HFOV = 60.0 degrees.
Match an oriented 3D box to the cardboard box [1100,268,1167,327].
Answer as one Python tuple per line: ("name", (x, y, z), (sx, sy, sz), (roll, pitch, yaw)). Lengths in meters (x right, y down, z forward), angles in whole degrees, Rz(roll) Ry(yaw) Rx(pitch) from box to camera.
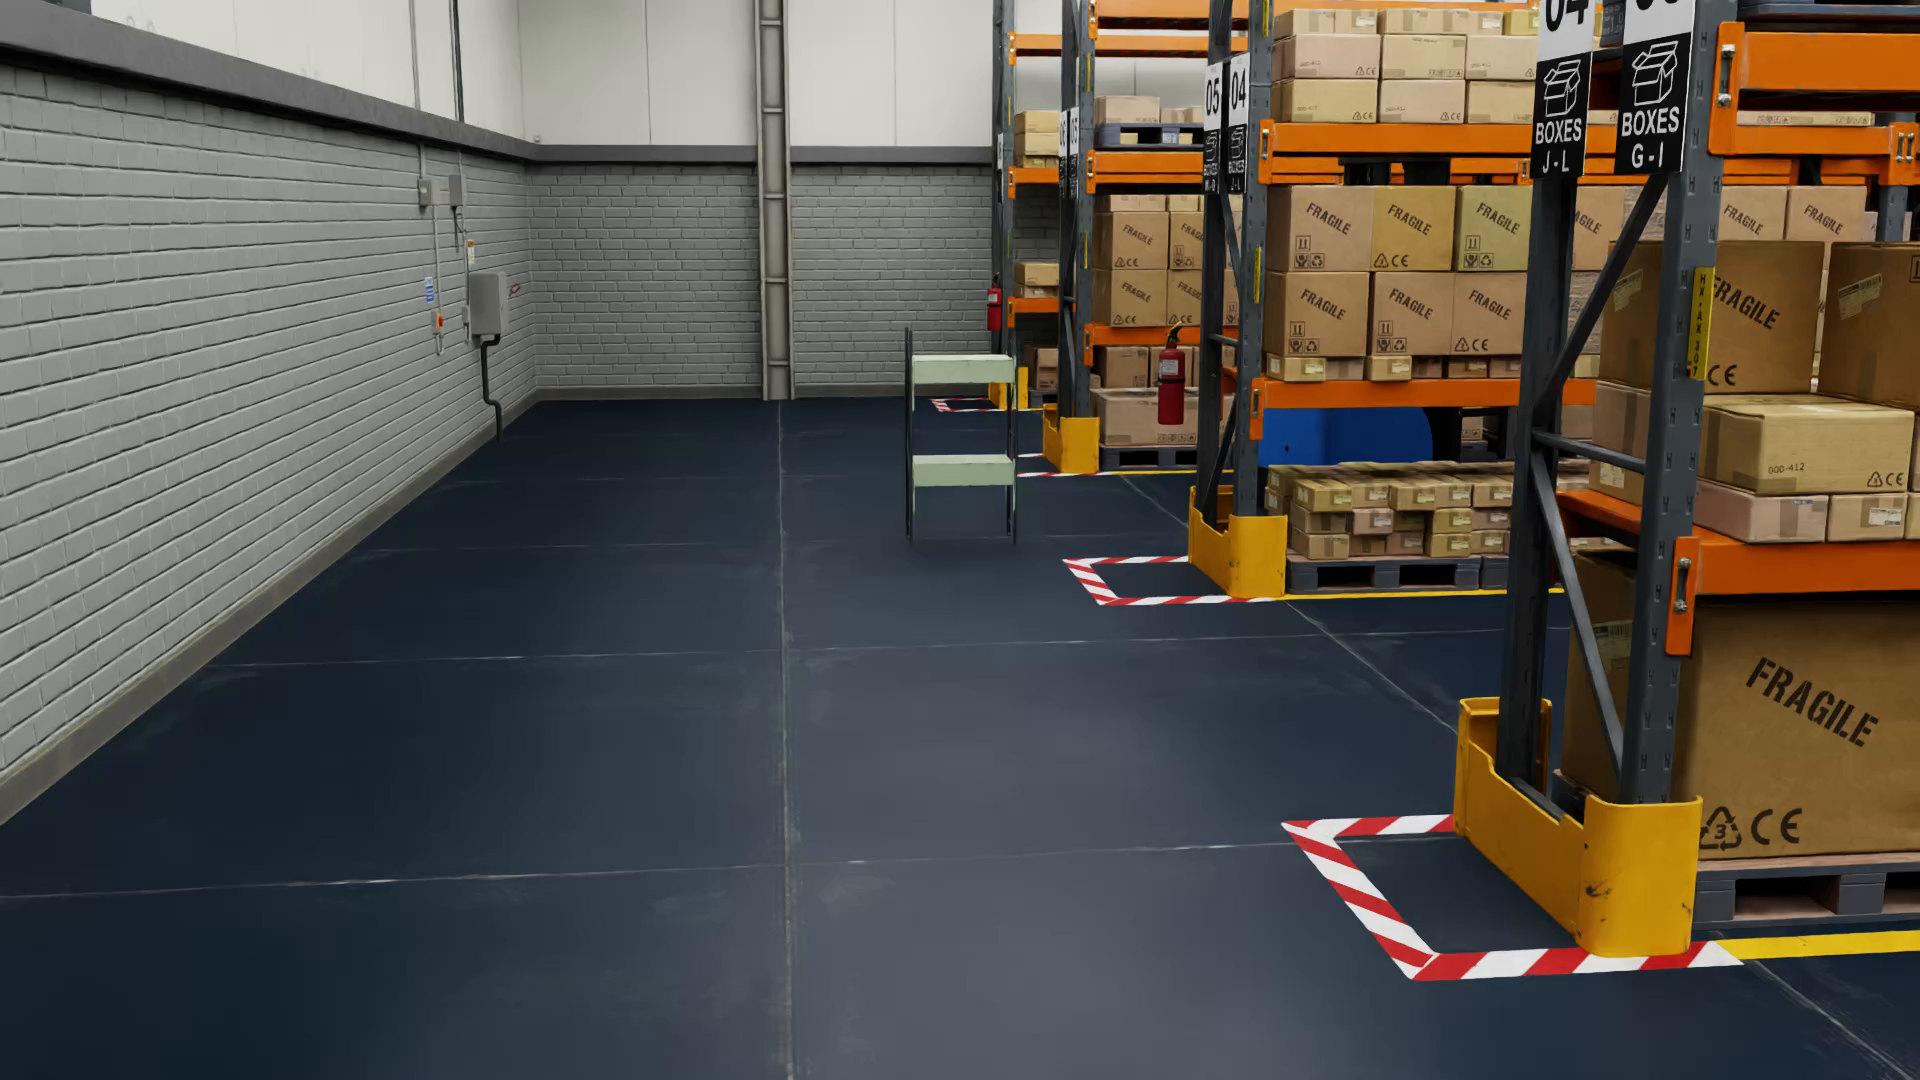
("cardboard box", (1.552, -2.182, 14.931), (0.500, 0.500, 0.500), (-1, 11, -7))

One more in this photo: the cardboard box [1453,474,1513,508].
("cardboard box", (3.276, -0.310, 10.429), (0.250, 0.149, 0.380), (-1, 11, -4))

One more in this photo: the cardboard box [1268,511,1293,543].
("cardboard box", (2.180, -0.089, 10.846), (0.250, 0.149, 0.380), (-1, 11, -5))

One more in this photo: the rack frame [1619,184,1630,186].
("rack frame", (8.457, -3.296, 20.859), (0.127, 3.000, 1.000), (-1, 11, -6))

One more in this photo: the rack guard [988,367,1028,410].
("rack guard", (0.580, -1.905, 20.261), (0.348, 0.500, 1.175), (-1, 11, -6))

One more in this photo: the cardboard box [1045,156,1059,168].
("cardboard box", (1.104, -4.451, 19.607), (0.250, 0.149, 0.380), (-1, 11, -5))

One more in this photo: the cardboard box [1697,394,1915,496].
("cardboard box", (2.621, -0.308, 5.276), (0.500, 0.250, 0.500), (-2, 11, -8))

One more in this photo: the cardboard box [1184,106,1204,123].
("cardboard box", (2.151, -3.760, 14.746), (0.250, 0.149, 0.380), (-1, 11, -4))

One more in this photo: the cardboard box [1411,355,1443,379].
("cardboard box", (2.801, -1.092, 10.296), (0.250, 0.149, 0.380), (-1, 11, -3))

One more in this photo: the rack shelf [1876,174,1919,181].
("rack shelf", (10.986, -3.505, 16.010), (4.000, 0.370, 1.077), (-1, 11, -6))

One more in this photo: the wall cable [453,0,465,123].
("wall cable", (-4.922, -5.647, 17.166), (0.133, 3.039, 2.988), (-1, 11, -6))

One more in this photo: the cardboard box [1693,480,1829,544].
("cardboard box", (2.503, -0.098, 5.243), (0.250, 0.149, 0.380), (-1, 11, -5))

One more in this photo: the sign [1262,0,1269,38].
("sign", (1.738, -3.027, 9.449), (0.005, 0.325, 0.100), (-1, 11, -6))

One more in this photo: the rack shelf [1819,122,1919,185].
("rack shelf", (7.644, -2.475, 10.768), (4.000, 0.370, 1.077), (-1, 11, -6))

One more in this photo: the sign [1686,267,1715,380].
("sign", (2.168, -0.634, 4.870), (0.005, 0.325, 0.100), (-1, 11, -6))

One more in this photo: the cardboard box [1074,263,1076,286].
("cardboard box", (1.486, -3.170, 19.836), (0.500, 0.250, 0.500), (-1, 11, -5))

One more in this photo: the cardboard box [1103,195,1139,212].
("cardboard box", (1.427, -2.990, 14.769), (0.250, 0.149, 0.380), (-1, 11, -5))

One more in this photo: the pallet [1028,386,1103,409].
("pallet", (1.372, -1.780, 20.374), (1.213, 0.211, 1.003), (-1, 11, -6))

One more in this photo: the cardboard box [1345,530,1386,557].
("cardboard box", (2.486, -0.009, 10.437), (0.250, 0.149, 0.380), (-1, 11, -6))

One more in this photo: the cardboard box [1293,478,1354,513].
("cardboard box", (2.237, -0.276, 10.253), (0.250, 0.149, 0.380), (-2, 11, -9))

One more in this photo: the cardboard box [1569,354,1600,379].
("cardboard box", (3.850, -1.094, 10.306), (0.250, 0.149, 0.380), (-1, 11, -5))

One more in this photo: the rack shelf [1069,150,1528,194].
("rack shelf", (3.032, -3.338, 15.162), (4.000, 0.370, 1.077), (-1, 11, -6))

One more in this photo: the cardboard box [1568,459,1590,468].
("cardboard box", (4.246, -0.437, 11.075), (0.250, 0.149, 0.380), (-1, 11, -5))

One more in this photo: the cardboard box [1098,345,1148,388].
("cardboard box", (1.977, -2.114, 20.237), (0.500, 0.500, 0.700), (-1, 11, -4))

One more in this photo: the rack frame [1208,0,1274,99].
("rack frame", (1.679, -4.174, 9.773), (0.127, 3.000, 1.000), (-1, 11, -6))

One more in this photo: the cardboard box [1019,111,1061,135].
("cardboard box", (0.973, -4.880, 19.462), (0.500, 0.250, 0.500), (-1, 11, -7))

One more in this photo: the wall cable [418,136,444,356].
("wall cable", (-4.559, -2.570, 14.449), (0.123, 1.953, 0.585), (-1, 11, -6))

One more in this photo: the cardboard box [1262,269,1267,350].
("cardboard box", (2.098, -1.484, 10.612), (0.500, 0.500, 0.500), (-1, 11, -5))

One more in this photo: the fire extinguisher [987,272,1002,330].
("fire extinguisher", (0.408, -2.817, 19.589), (0.183, 0.674, 0.296), (-1, 11, -6))

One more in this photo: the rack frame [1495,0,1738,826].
("rack frame", (2.114, -0.277, 5.503), (0.127, 3.000, 1.000), (-1, 11, -6))

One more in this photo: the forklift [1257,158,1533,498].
("forklift", (3.870, -1.794, 13.393), (3.031, 2.935, 1.130), (-5, 12, -25))

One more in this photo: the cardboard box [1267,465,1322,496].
("cardboard box", (2.178, -0.389, 10.832), (0.250, 0.149, 0.380), (-1, 11, -5))

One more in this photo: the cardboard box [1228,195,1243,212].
("cardboard box", (2.466, -3.017, 14.907), (0.250, 0.149, 0.380), (-1, 11, -6))

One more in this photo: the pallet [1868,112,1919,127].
("pallet", (6.281, -2.686, 10.466), (1.003, 0.211, 1.213), (-1, 11, -6))

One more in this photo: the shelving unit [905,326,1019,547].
("shelving unit", (0.007, -0.736, 11.724), (0.755, 1.500, 0.431), (-1, 11, -6))

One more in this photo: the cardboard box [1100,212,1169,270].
("cardboard box", (1.552, -2.673, 14.837), (0.500, 0.500, 0.500), (-1, 11, -7))

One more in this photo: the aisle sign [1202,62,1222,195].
("aisle sign", (1.574, -2.562, 10.386), (0.004, 0.787, 0.394), (-1, 11, -6))

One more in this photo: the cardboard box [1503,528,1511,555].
("cardboard box", (3.498, -0.011, 10.452), (0.250, 0.149, 0.380), (-2, 11, -9))

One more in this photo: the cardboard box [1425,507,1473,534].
("cardboard box", (3.007, -0.147, 10.371), (0.250, 0.149, 0.380), (-1, 11, -4))

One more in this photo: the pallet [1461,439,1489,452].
("pallet", (4.256, -0.892, 15.859), (1.213, 0.211, 1.003), (-1, 11, -6))

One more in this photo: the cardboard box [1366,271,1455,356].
("cardboard box", (2.685, -1.398, 10.173), (0.500, 0.500, 0.500), (-1, 11, -6))

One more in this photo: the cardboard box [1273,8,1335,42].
("cardboard box", (2.026, -3.033, 9.803), (0.250, 0.149, 0.380), (-1, 11, -7))

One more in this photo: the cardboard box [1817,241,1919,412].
("cardboard box", (3.118, -0.686, 5.257), (0.500, 0.500, 0.500), (-1, 11, -7))

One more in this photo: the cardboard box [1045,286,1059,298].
("cardboard box", (1.109, -2.975, 19.875), (0.250, 0.149, 0.380), (-1, 11, -5))

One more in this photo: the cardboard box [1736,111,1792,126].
("cardboard box", (4.699, -2.642, 10.144), (0.500, 0.250, 0.500), (-1, 11, -6))

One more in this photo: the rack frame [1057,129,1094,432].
("rack frame", (1.044, -2.178, 15.170), (0.127, 3.000, 1.000), (-1, 11, -6))

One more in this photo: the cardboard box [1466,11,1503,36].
("cardboard box", (3.045, -3.057, 9.925), (0.250, 0.149, 0.380), (-1, 11, -4))

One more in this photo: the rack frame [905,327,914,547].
("rack frame", (-0.357, -0.728, 11.685), (0.023, 1.500, 0.400), (-1, 11, -6))

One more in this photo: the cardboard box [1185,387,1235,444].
("cardboard box", (2.598, -1.180, 15.649), (0.875, 0.438, 0.875), (-1, 11, -5))

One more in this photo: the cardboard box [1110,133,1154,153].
("cardboard box", (1.988, -4.654, 19.604), (0.500, 0.250, 0.500), (-2, 11, -8))

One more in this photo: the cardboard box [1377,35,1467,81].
("cardboard box", (2.662, -2.845, 9.878), (0.500, 0.250, 0.500), (-1, 11, -7))

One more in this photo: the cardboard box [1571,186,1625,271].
("cardboard box", (3.681, -1.904, 10.156), (0.500, 0.500, 0.500), (-2, 11, -8))

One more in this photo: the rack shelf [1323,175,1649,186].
("rack shelf", (6.469, -4.374, 20.427), (4.000, 0.370, 1.077), (-1, 11, -6))

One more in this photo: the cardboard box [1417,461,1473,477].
("cardboard box", (3.203, -0.423, 11.003), (0.250, 0.149, 0.380), (-1, 11, -4))

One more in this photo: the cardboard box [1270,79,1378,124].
("cardboard box", (2.153, -2.589, 9.875), (0.500, 0.250, 0.500), (-1, 11, -4))
